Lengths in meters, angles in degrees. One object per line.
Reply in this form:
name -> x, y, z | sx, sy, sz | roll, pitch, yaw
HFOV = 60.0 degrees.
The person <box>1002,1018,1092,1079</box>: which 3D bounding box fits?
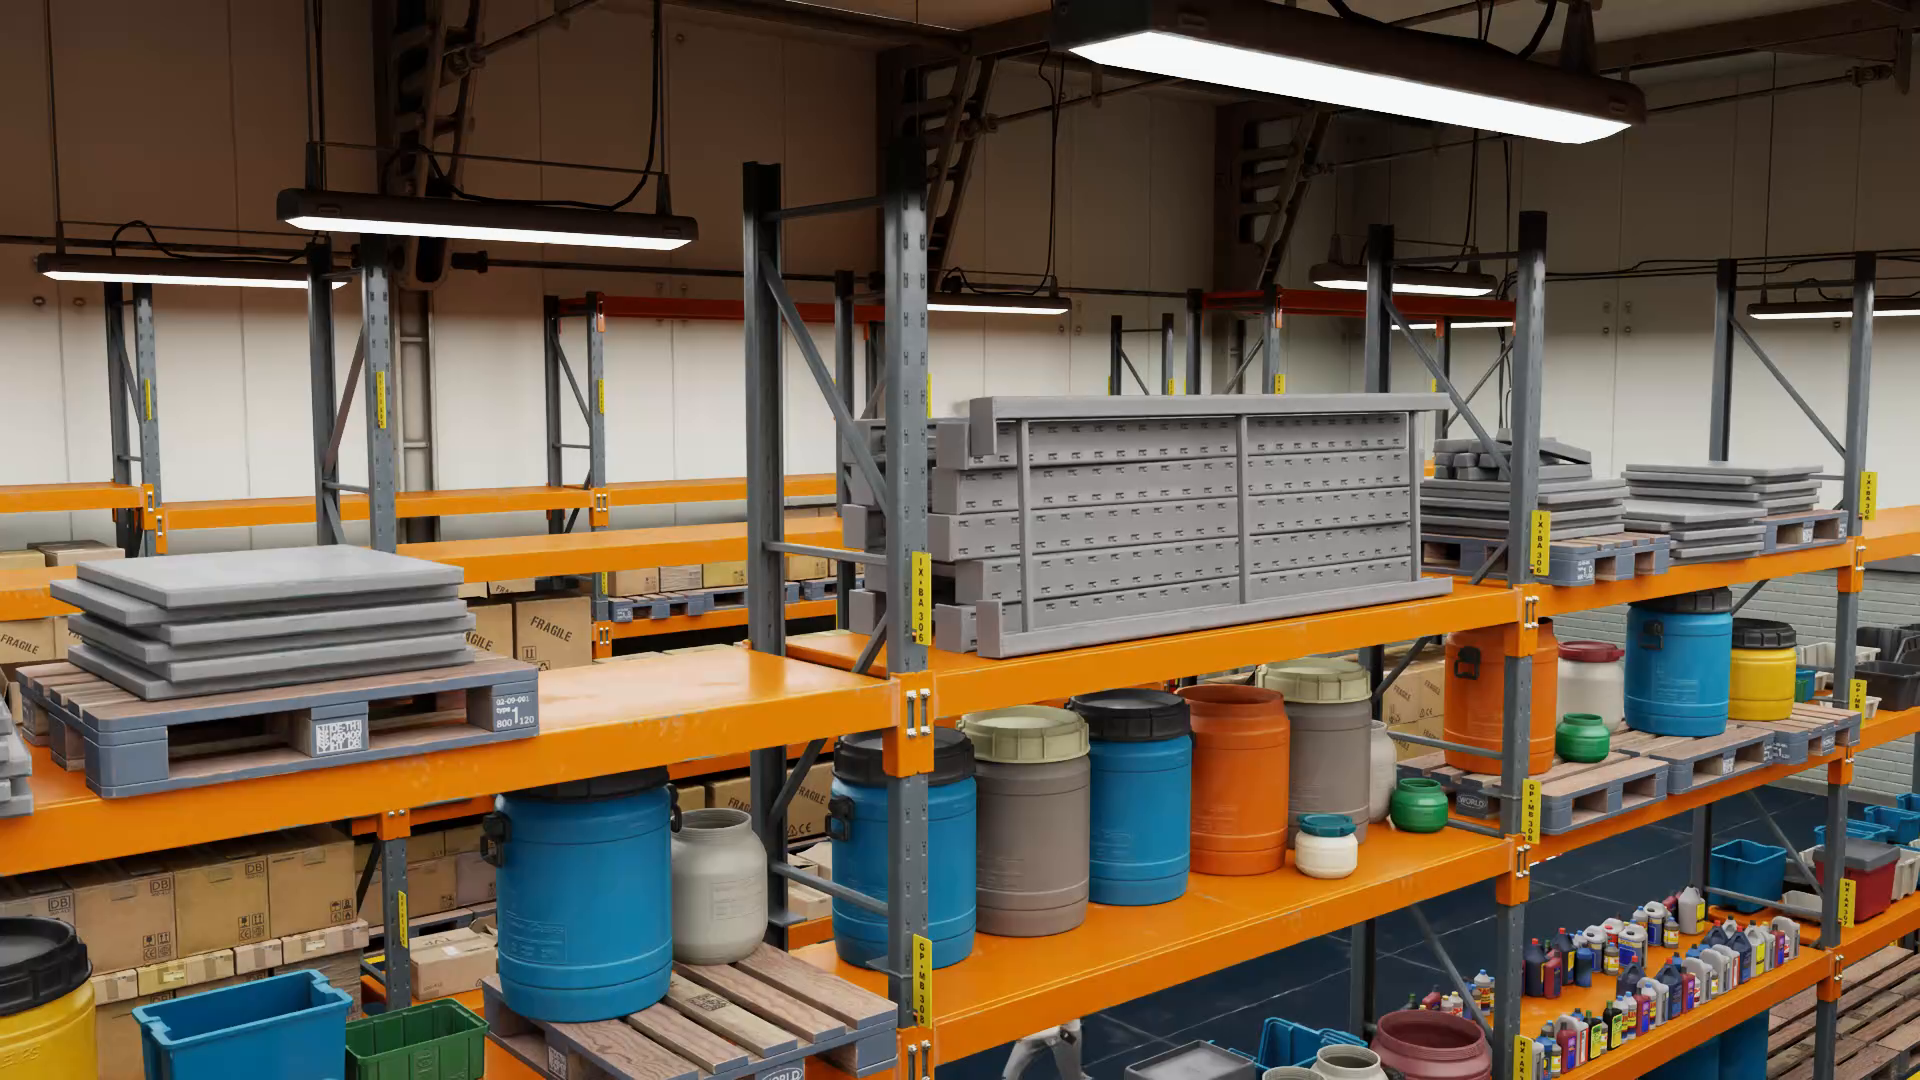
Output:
person -> 0.640, 3.337, 11.138 | 1.049, 1.493, 0.610 | -4, 7, -35
